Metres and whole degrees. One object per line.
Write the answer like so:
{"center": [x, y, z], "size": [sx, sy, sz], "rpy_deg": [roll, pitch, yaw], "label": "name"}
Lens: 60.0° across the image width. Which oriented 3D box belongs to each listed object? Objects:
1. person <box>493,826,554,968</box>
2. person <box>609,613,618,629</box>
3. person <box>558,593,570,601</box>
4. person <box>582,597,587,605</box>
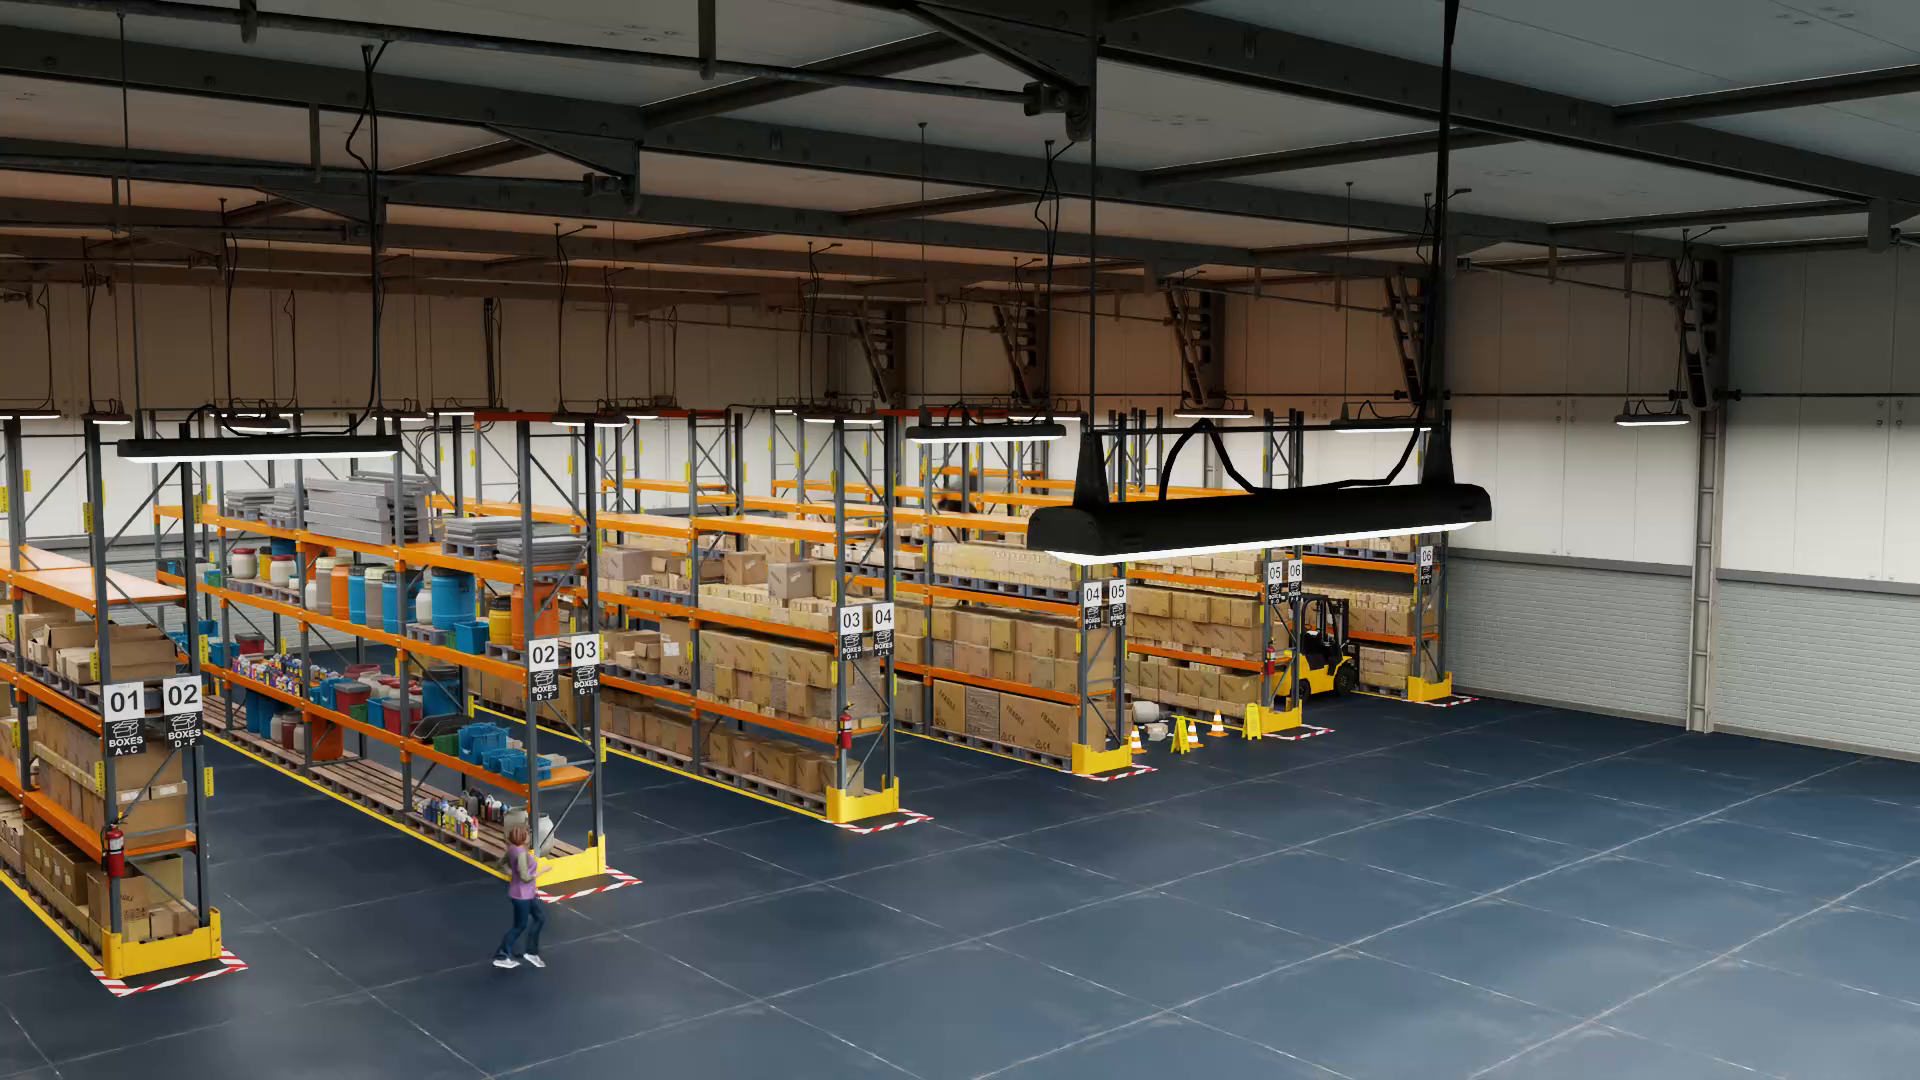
{"center": [-4.791, 3.932, 18.227], "size": [0.667, 1.639, 0.514], "rpy_deg": [-2, 5, -18], "label": "person"}
{"center": [-8.575, 1.856, 41.346], "size": [0.602, 1.776, 0.786], "rpy_deg": [-1, 5, -16], "label": "person"}
{"center": [-9.784, 1.966, 40.174], "size": [0.801, 1.765, 0.639], "rpy_deg": [5, 7, 43], "label": "person"}
{"center": [-8.614, 2.106, 37.856], "size": [0.693, 1.803, 0.942], "rpy_deg": [-3, 6, -32], "label": "person"}
